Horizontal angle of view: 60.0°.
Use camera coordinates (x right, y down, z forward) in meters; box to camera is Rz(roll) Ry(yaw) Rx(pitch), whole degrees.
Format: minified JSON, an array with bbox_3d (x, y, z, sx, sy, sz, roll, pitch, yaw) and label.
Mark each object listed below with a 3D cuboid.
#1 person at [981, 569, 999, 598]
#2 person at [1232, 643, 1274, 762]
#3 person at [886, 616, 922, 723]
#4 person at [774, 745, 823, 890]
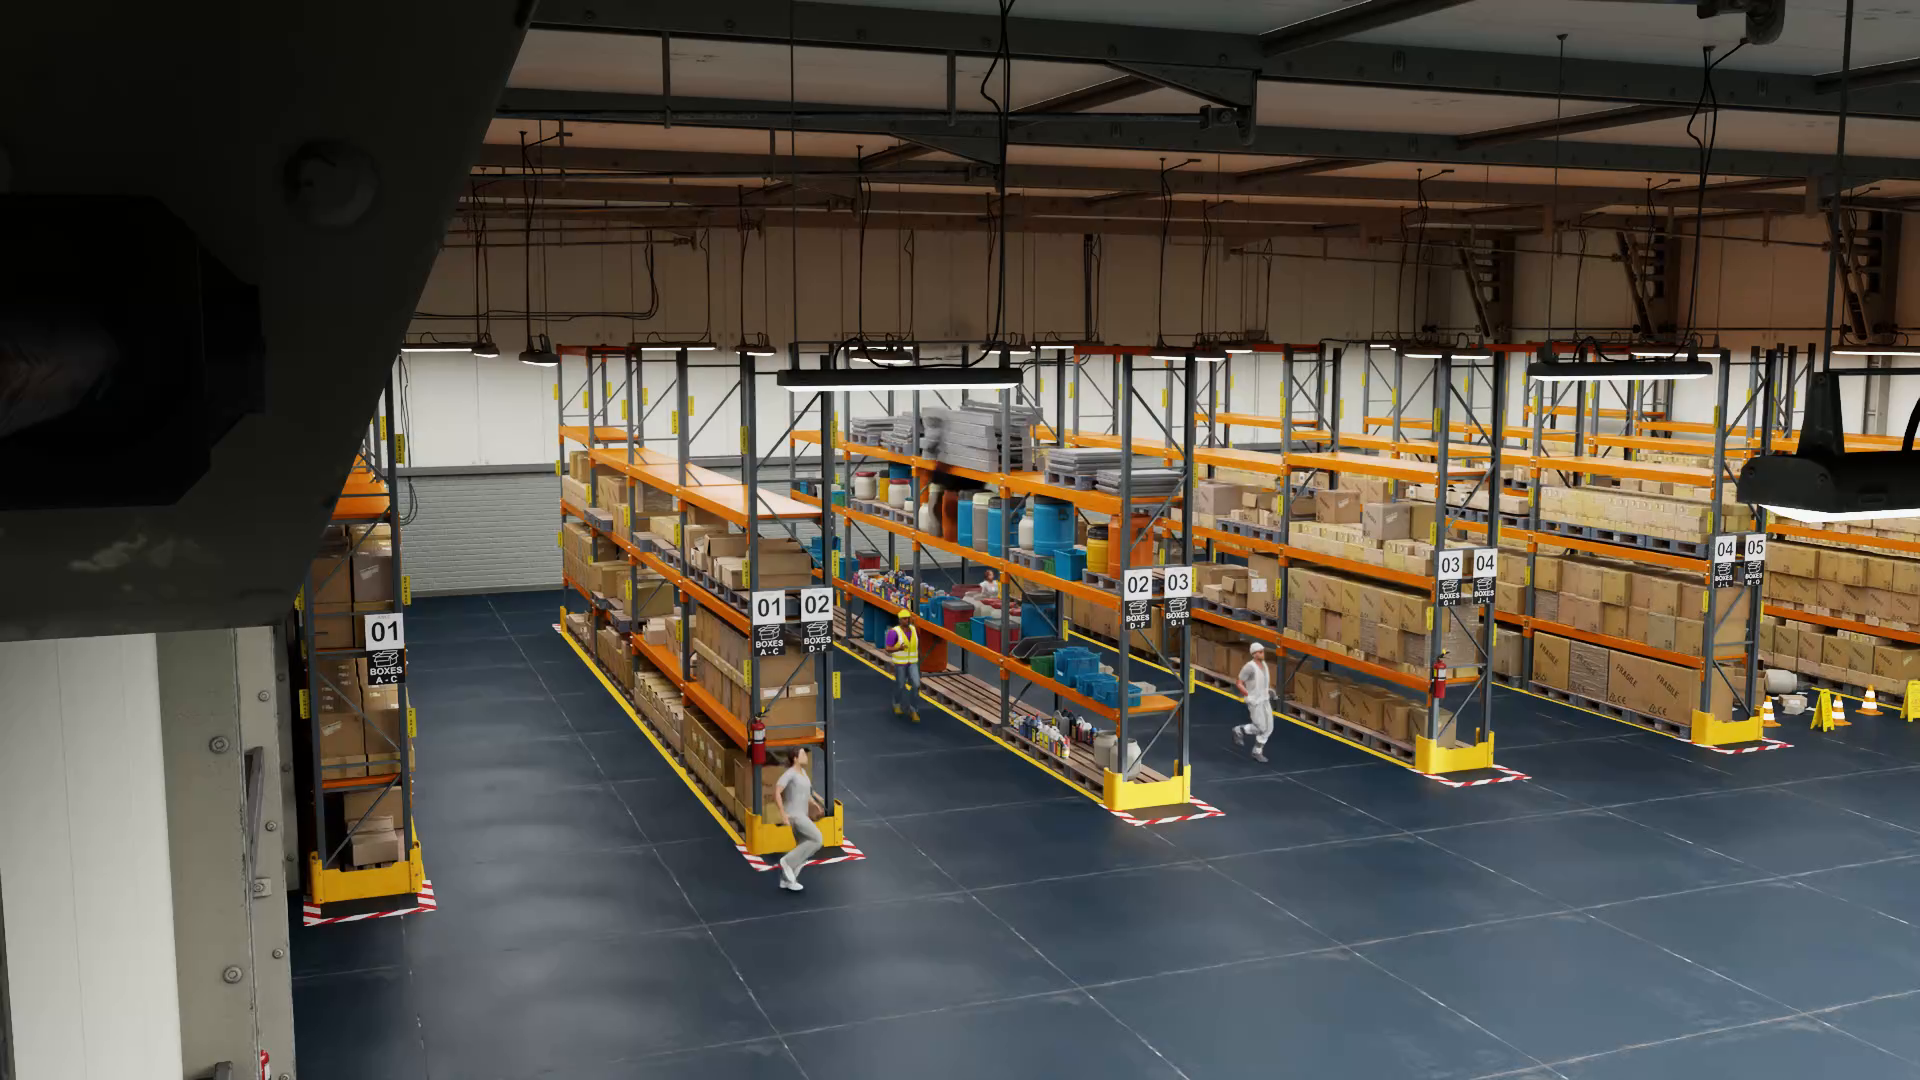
[{"bbox_3d":[0.630,1.361,32.988,0.518,1.564,0.591,-4,8,-26],"label":"person"},{"bbox_3d":[4.338,2.372,24.545,0.670,1.752,0.611,-7,10,-44],"label":"person"},{"bbox_3d":[-0.888,2.048,26.976,0.677,1.785,0.734,-3,8,-23],"label":"person"},{"bbox_3d":[-1.783,3.137,18.930,0.529,1.598,0.593,2,7,13],"label":"person"}]
